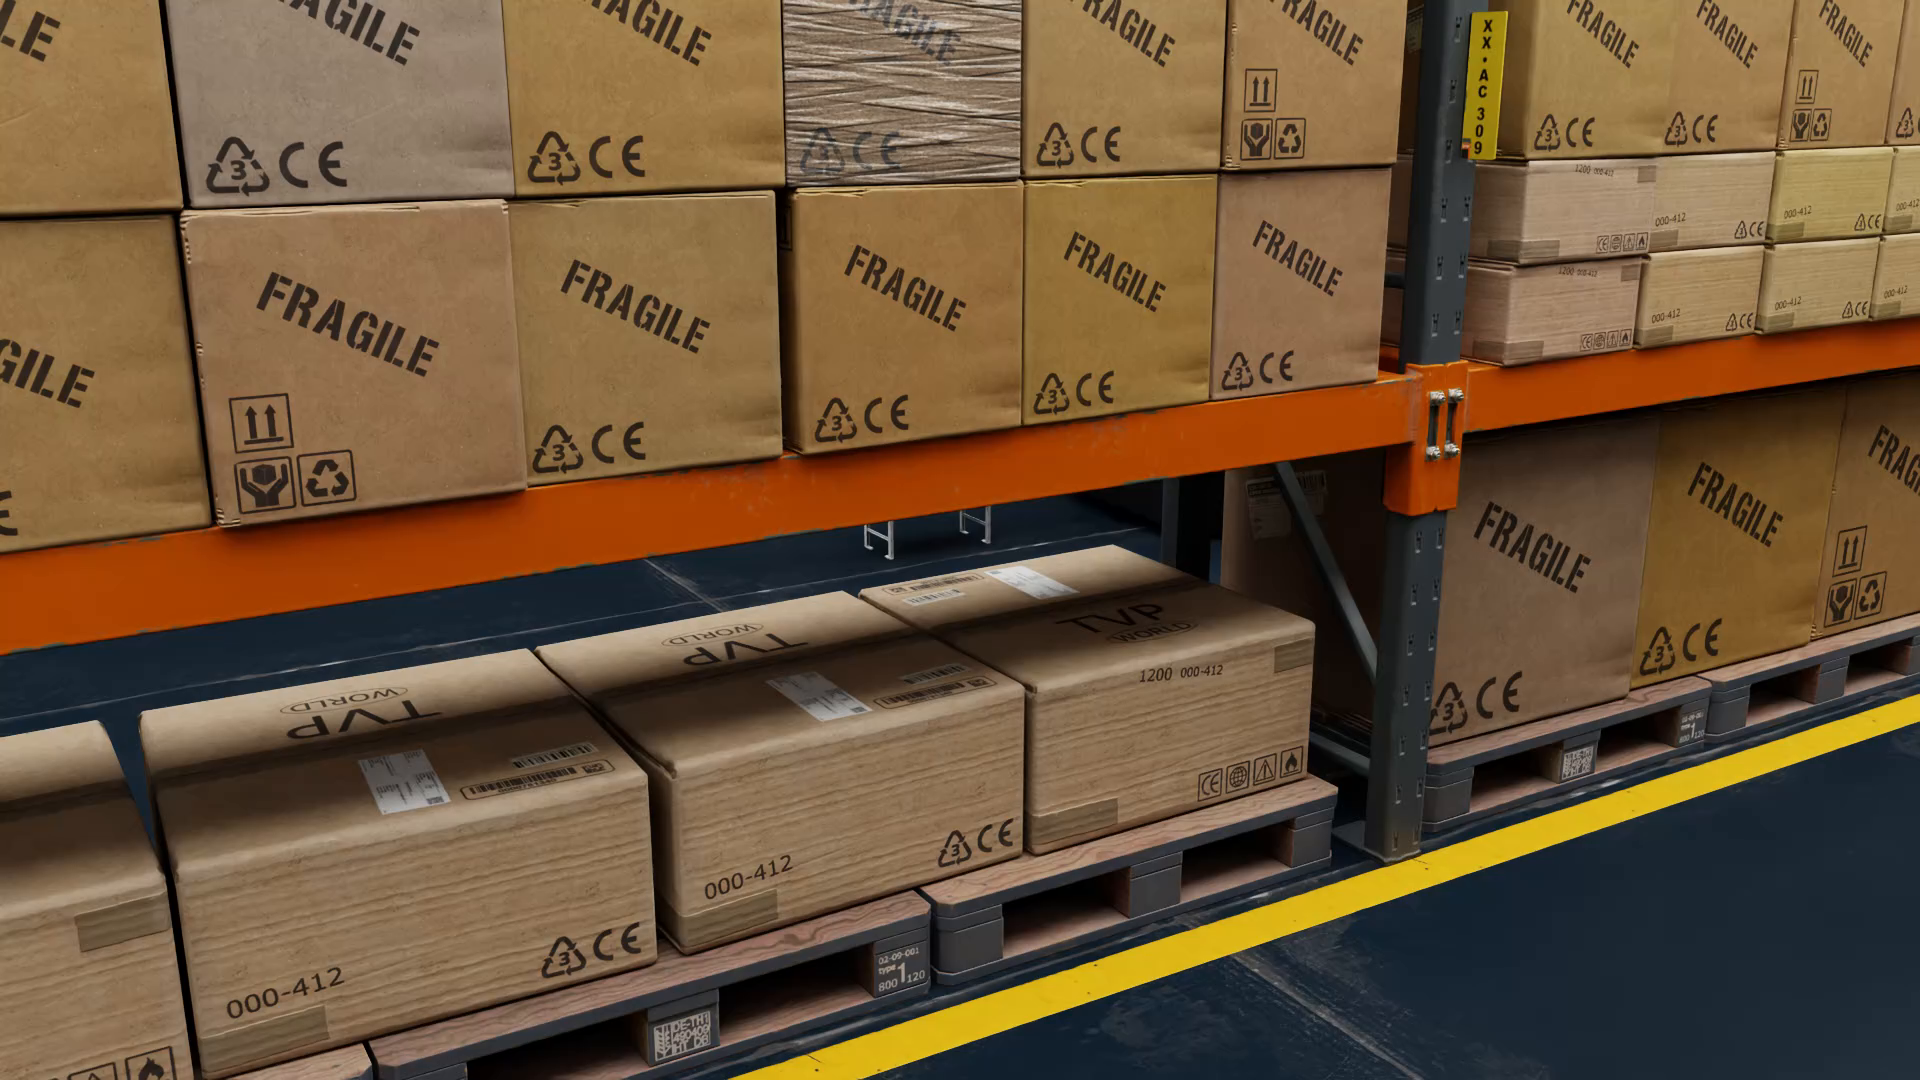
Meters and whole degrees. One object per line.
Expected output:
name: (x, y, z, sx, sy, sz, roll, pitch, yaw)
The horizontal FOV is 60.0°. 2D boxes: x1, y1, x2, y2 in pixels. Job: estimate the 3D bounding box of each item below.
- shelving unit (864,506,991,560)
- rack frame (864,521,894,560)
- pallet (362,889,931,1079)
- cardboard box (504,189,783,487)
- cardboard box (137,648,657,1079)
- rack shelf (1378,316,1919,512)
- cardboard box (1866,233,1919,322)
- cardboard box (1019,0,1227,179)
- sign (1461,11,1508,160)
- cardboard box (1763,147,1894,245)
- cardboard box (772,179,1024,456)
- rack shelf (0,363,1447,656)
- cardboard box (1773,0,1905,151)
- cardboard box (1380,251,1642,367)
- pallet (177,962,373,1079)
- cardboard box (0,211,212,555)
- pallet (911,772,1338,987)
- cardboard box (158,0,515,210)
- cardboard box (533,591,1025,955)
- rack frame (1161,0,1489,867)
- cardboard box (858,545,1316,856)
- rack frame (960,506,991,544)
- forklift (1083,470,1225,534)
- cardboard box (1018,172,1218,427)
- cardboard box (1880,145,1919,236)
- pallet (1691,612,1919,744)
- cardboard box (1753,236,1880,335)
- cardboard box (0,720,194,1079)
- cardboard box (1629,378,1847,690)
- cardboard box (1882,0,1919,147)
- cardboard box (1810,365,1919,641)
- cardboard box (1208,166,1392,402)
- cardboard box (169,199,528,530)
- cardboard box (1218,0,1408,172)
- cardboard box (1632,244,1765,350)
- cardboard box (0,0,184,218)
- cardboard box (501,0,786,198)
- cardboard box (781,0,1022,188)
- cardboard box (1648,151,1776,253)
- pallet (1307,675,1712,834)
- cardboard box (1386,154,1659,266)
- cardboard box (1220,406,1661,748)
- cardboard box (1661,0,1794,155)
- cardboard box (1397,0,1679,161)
shelving unit: (-0.142, -0.555, 7.166, 0.503, 1.200, 0.258, -9, 18, -30)
rack frame: (-0.351, -0.521, 7.045, 0.015, 1.200, 0.240, -9, 18, -30)
pallet: (-0.827, 0.889, 3.847, 1.213, 0.211, 1.003, -9, 18, -30)
cardboard box: (-0.672, -0.421, 3.169, 0.500, 0.500, 0.500, -9, 18, -28)
cardboard box: (-1.222, 0.632, 3.568, 0.875, 0.438, 0.875, -9, 18, -28)
rack shelf: (2.627, -0.643, 5.481, 4.000, 0.370, 1.077, -9, 18, -30)
cardboard box: (2.749, -0.847, 5.152, 0.500, 0.250, 0.500, -10, 18, -31)
cardboard box: (0.211, -1.043, 3.537, 0.500, 0.500, 0.500, -10, 18, -31)
sign: (1.199, -1.039, 3.807, 0.005, 0.325, 0.100, -9, 18, -30)
cardboard box: (2.313, -1.019, 4.840, 0.500, 0.250, 0.500, -9, 18, -29)
cardboard box: (-0.215, -0.490, 3.416, 0.500, 0.500, 0.500, -10, 18, -31)
rack shelf: (-0.802, -0.087, 3.497, 4.000, 0.370, 1.077, -9, 18, -30)
cardboard box: (2.291, -1.382, 4.746, 0.500, 0.500, 0.500, -10, 18, -31)
cardboard box: (1.425, -0.640, 4.412, 0.500, 0.250, 0.500, -10, 18, -31)
pallet: (-1.871, 1.058, 3.246, 1.213, 0.211, 1.003, -9, 18, -30)
cardboard box: (-1.538, -0.281, 2.670, 0.500, 0.500, 0.500, -10, 18, -31)
pallet: (0.220, 0.718, 4.456, 1.213, 0.211, 1.003, -9, 18, -30)
cardboard box: (-1.082, -0.833, 2.786, 0.500, 0.500, 0.500, -9, 18, -30)
cardboard box: (-0.448, 0.507, 4.014, 0.875, 0.438, 0.875, -10, 18, -31)
rack frame: (0.912, -0.712, 4.392, 0.127, 3.000, 1.000, -9, 18, -30)
cardboard box: (0.319, 0.382, 4.458, 0.875, 0.438, 0.875, -10, 18, -31)
rack frame: (0.067, -0.589, 7.287, 0.015, 1.200, 0.240, -9, 18, -30)
forklift: (2.042, -1.701, 8.046, 3.031, 2.935, 1.130, -8, 18, -27)
cardboard box: (0.208, -0.564, 3.678, 0.500, 0.500, 0.500, -10, 18, -31)
cardboard box: (2.746, -1.090, 5.093, 0.500, 0.250, 0.500, -10, 18, -31)
pallet: (2.582, 0.335, 5.822, 1.213, 0.211, 1.003, -9, 18, -30)
cardboard box: (2.316, -0.780, 4.911, 0.500, 0.250, 0.500, -9, 18, -30)
cardboard box: (-2.002, 0.761, 3.107, 0.875, 0.438, 0.875, -10, 18, -32)
cardboard box: (2.173, -0.123, 5.450, 0.875, 0.875, 0.875, -9, 18, -28)
cardboard box: (2.730, -1.456, 5.008, 0.500, 0.500, 0.500, -10, 18, -31)
cardboard box: (2.939, -0.247, 5.893, 0.875, 0.875, 0.875, -9, 18, -29)
cardboard box: (0.646, -0.636, 3.937, 0.500, 0.500, 0.500, -9, 18, -29)
cardboard box: (-1.093, -0.348, 2.907, 0.500, 0.500, 0.500, -9, 18, -30)
cardboard box: (0.650, -1.112, 3.781, 0.500, 0.500, 0.500, -9, 18, -30)
cardboard box: (1.868, -0.712, 4.670, 0.500, 0.250, 0.500, -10, 18, -31)
cardboard box: (-1.519, -0.760, 2.525, 0.500, 0.500, 0.500, -10, 18, -31)
cardboard box: (-0.655, -0.903, 3.035, 0.500, 0.500, 0.500, -9, 18, -29)
cardboard box: (-0.221, -0.970, 3.276, 0.500, 0.500, 0.500, -9, 18, -29)
cardboard box: (1.867, -0.955, 4.612, 0.500, 0.250, 0.500, -9, 18, -29)
pallet: (1.535, 0.506, 5.213, 1.213, 0.211, 1.003, -9, 18, -30)
cardboard box: (1.435, -0.876, 4.330, 0.500, 0.250, 0.500, -10, 18, -31)
cardboard box: (1.402, 0.004, 4.995, 0.875, 0.875, 0.875, -9, 18, -28)
cardboard box: (1.859, -1.313, 4.499, 0.500, 0.500, 0.500, -9, 18, -30)
cardboard box: (1.437, -1.236, 4.224, 0.500, 0.500, 0.500, -9, 18, -29)
